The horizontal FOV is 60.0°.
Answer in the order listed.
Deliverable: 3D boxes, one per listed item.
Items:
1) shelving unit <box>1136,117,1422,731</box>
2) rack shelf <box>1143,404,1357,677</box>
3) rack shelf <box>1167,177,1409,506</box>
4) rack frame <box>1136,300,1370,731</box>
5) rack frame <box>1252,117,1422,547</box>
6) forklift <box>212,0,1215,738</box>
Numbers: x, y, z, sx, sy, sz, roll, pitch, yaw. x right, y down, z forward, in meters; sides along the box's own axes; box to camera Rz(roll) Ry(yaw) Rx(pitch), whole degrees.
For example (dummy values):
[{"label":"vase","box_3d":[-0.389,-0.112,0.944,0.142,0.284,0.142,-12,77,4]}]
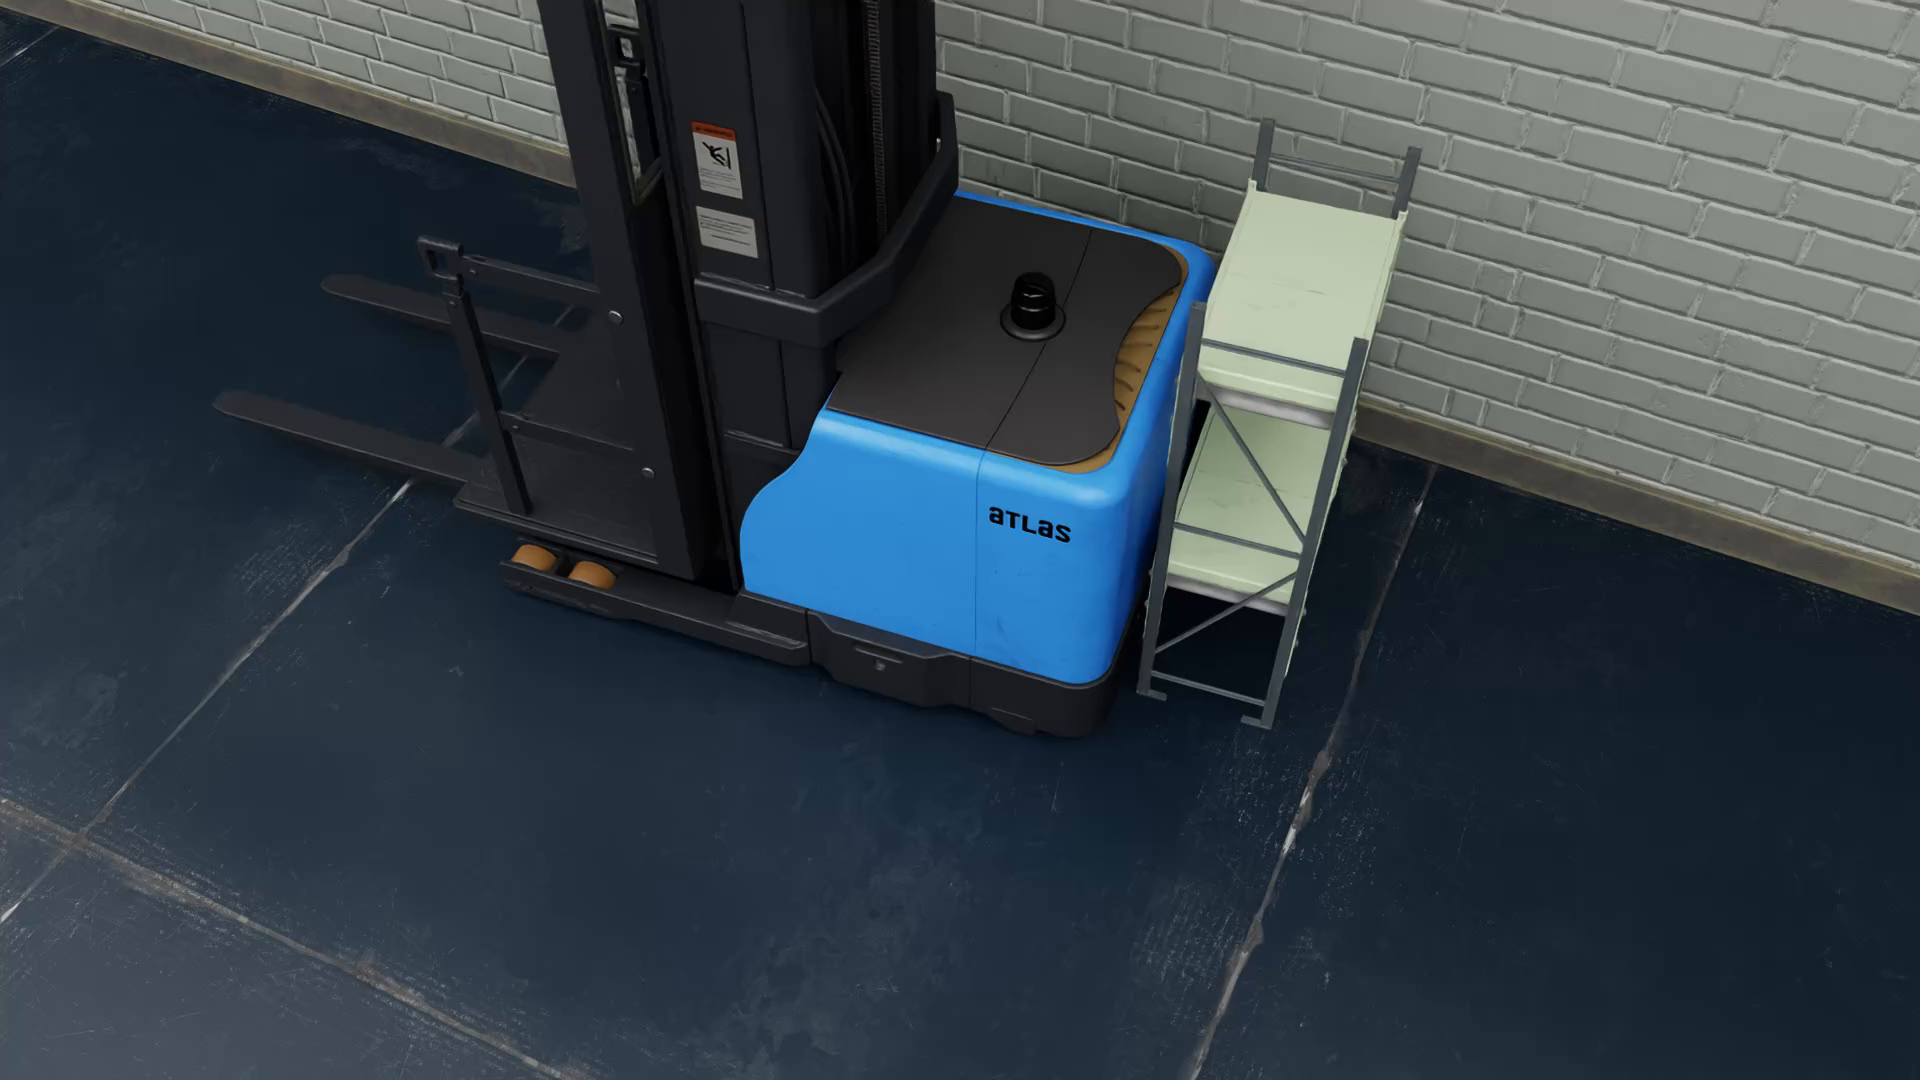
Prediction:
[{"label":"shelving unit","box_3d":[0.828,-0.259,4.485,0.431,1.500,0.755,15,51,12]},{"label":"rack shelf","box_3d":[0.828,-0.047,4.734,0.431,0.370,0.720,15,51,12]},{"label":"rack shelf","box_3d":[0.828,-0.512,4.188,0.431,0.370,0.720,15,51,12]},{"label":"rack frame","box_3d":[0.708,0.005,4.261,0.400,1.500,0.023,15,51,12]},{"label":"rack frame","box_3d":[0.948,-0.522,4.709,0.400,1.500,0.023,15,51,12]},{"label":"forklift","box_3d":[-0.863,-1.089,4.252,3.031,2.935,1.130,15,51,13]}]
